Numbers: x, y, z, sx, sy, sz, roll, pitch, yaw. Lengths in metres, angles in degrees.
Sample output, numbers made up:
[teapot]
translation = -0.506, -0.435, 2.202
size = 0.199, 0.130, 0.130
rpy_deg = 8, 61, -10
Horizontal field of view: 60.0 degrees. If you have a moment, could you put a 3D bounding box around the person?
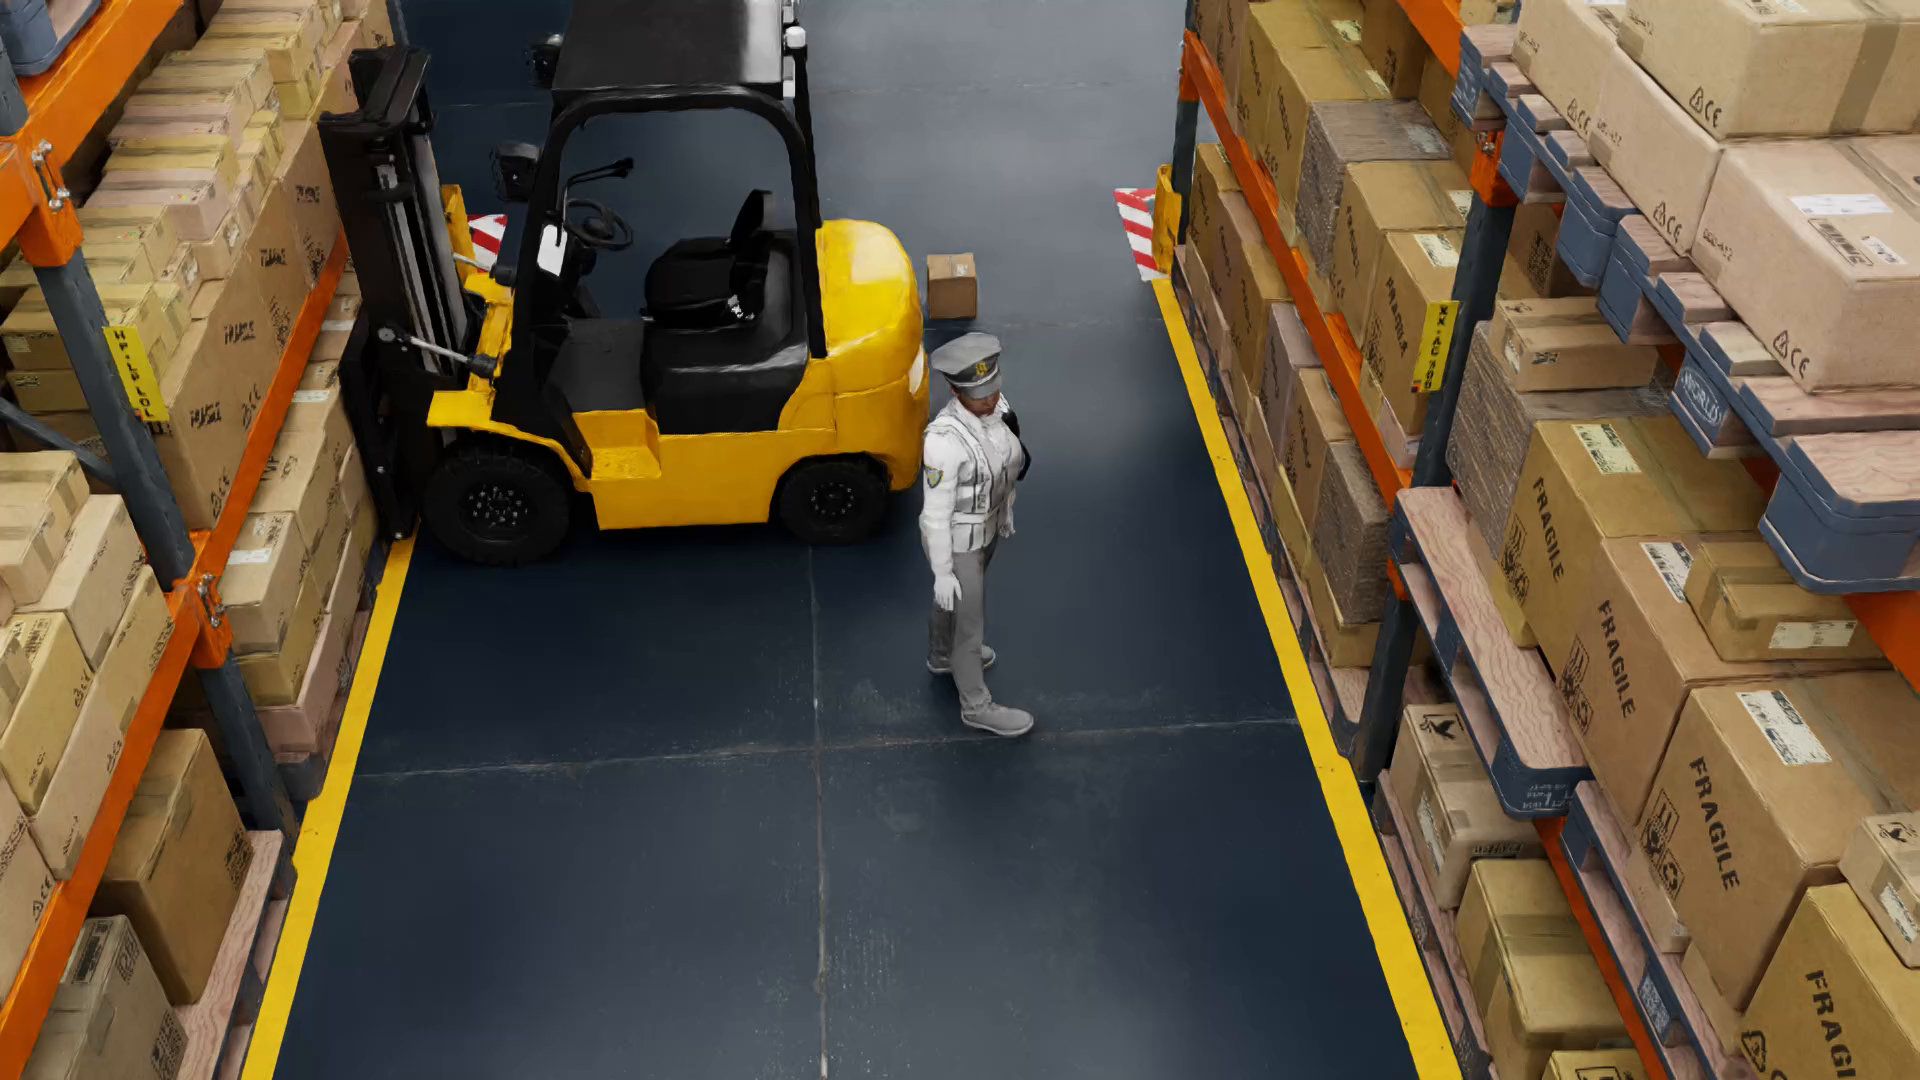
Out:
[person]
translation = 0.071, -0.005, 6.114
size = 0.532, 1.673, 0.569
rpy_deg = 16, 42, 18
